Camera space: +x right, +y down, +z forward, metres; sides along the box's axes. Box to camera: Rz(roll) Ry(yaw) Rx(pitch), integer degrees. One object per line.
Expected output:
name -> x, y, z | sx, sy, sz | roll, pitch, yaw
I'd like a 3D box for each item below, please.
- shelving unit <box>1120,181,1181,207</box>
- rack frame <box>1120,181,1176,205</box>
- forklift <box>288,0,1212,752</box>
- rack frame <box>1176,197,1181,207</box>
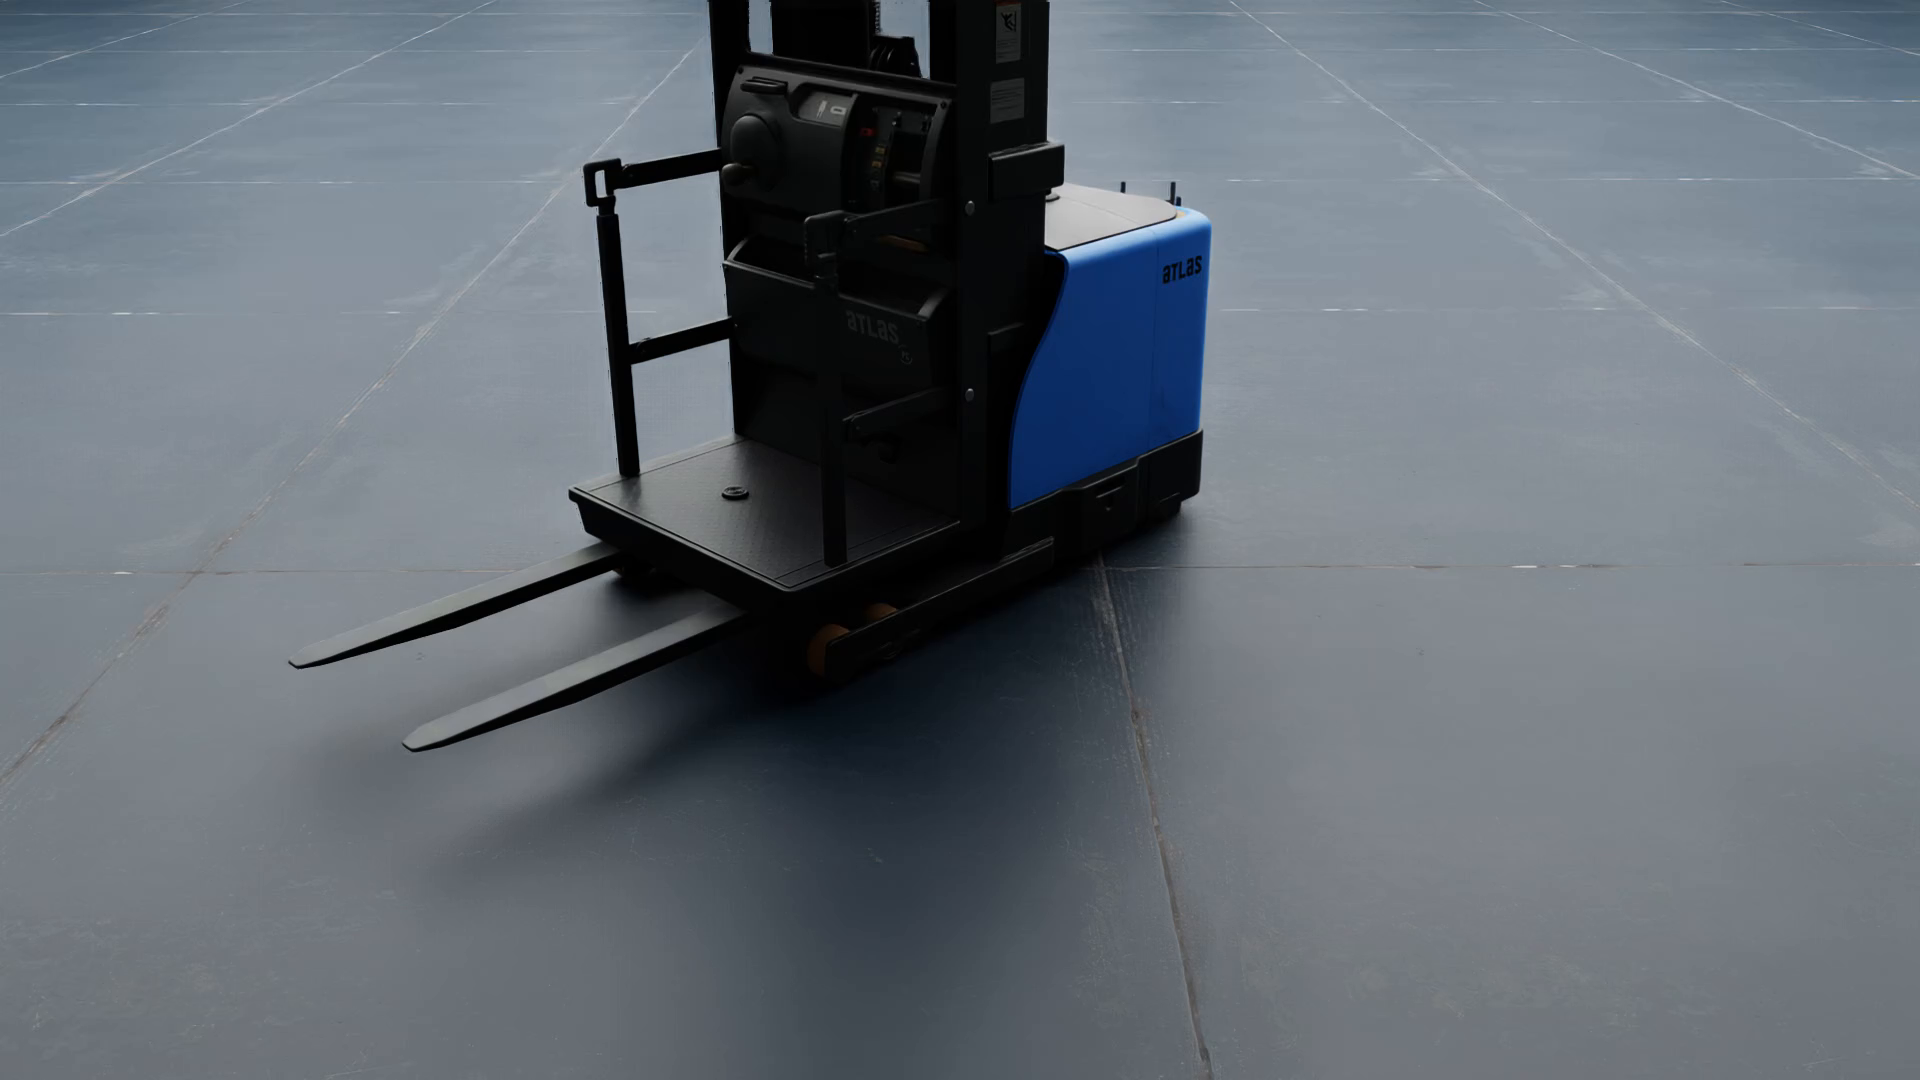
shelving unit -> 0.688, -0.788, 6.219 | 0.215, 1.050, 0.252 | 1, 24, 2
rack frame -> 0.692, -0.839, 6.330 | 0.200, 1.050, 0.008 | 1, 24, 2
forklift -> -0.524, -1.160, 4.757 | 1.130, 2.935, 3.031 | 22, 32, 39
rack frame -> 0.683, -0.738, 6.108 | 0.200, 1.050, 0.008 | 1, 24, 2
